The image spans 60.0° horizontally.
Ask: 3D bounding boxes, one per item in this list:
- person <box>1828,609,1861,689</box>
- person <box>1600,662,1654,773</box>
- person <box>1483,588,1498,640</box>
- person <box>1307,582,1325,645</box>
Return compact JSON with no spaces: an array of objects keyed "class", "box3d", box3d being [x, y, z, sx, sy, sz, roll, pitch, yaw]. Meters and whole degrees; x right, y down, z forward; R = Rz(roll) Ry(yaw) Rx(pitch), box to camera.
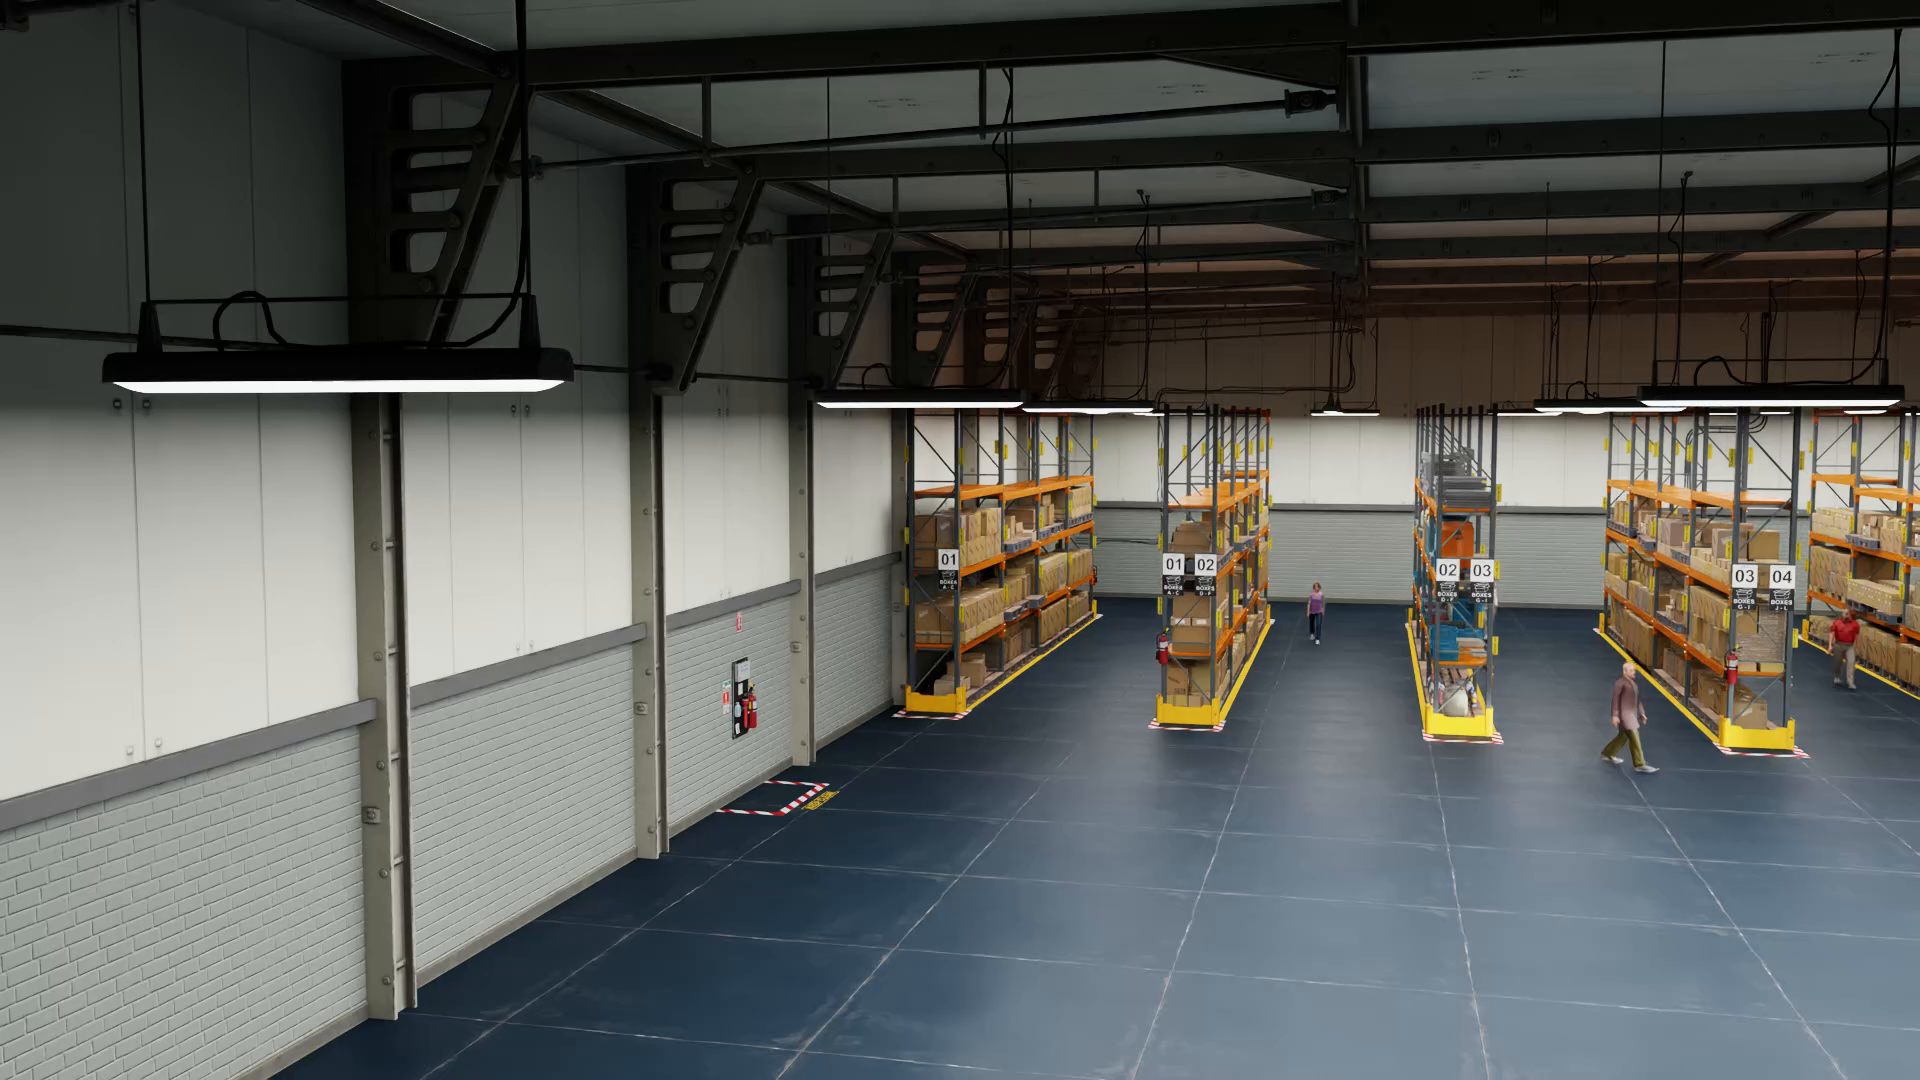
[{"class":"person","box3d":[18.814,2.286,35.357,0.656,1.658,1.049,1,4,19]},{"class":"person","box3d":[10.935,2.975,27.181,0.590,1.523,1.034,-3,5,-37]},{"class":"person","box3d":[13.753,1.778,43.224,0.415,1.569,0.709,1,4,11]},{"class":"person","box3d":[9.076,1.849,42.338,0.445,1.542,0.849,1,4,13]}]
